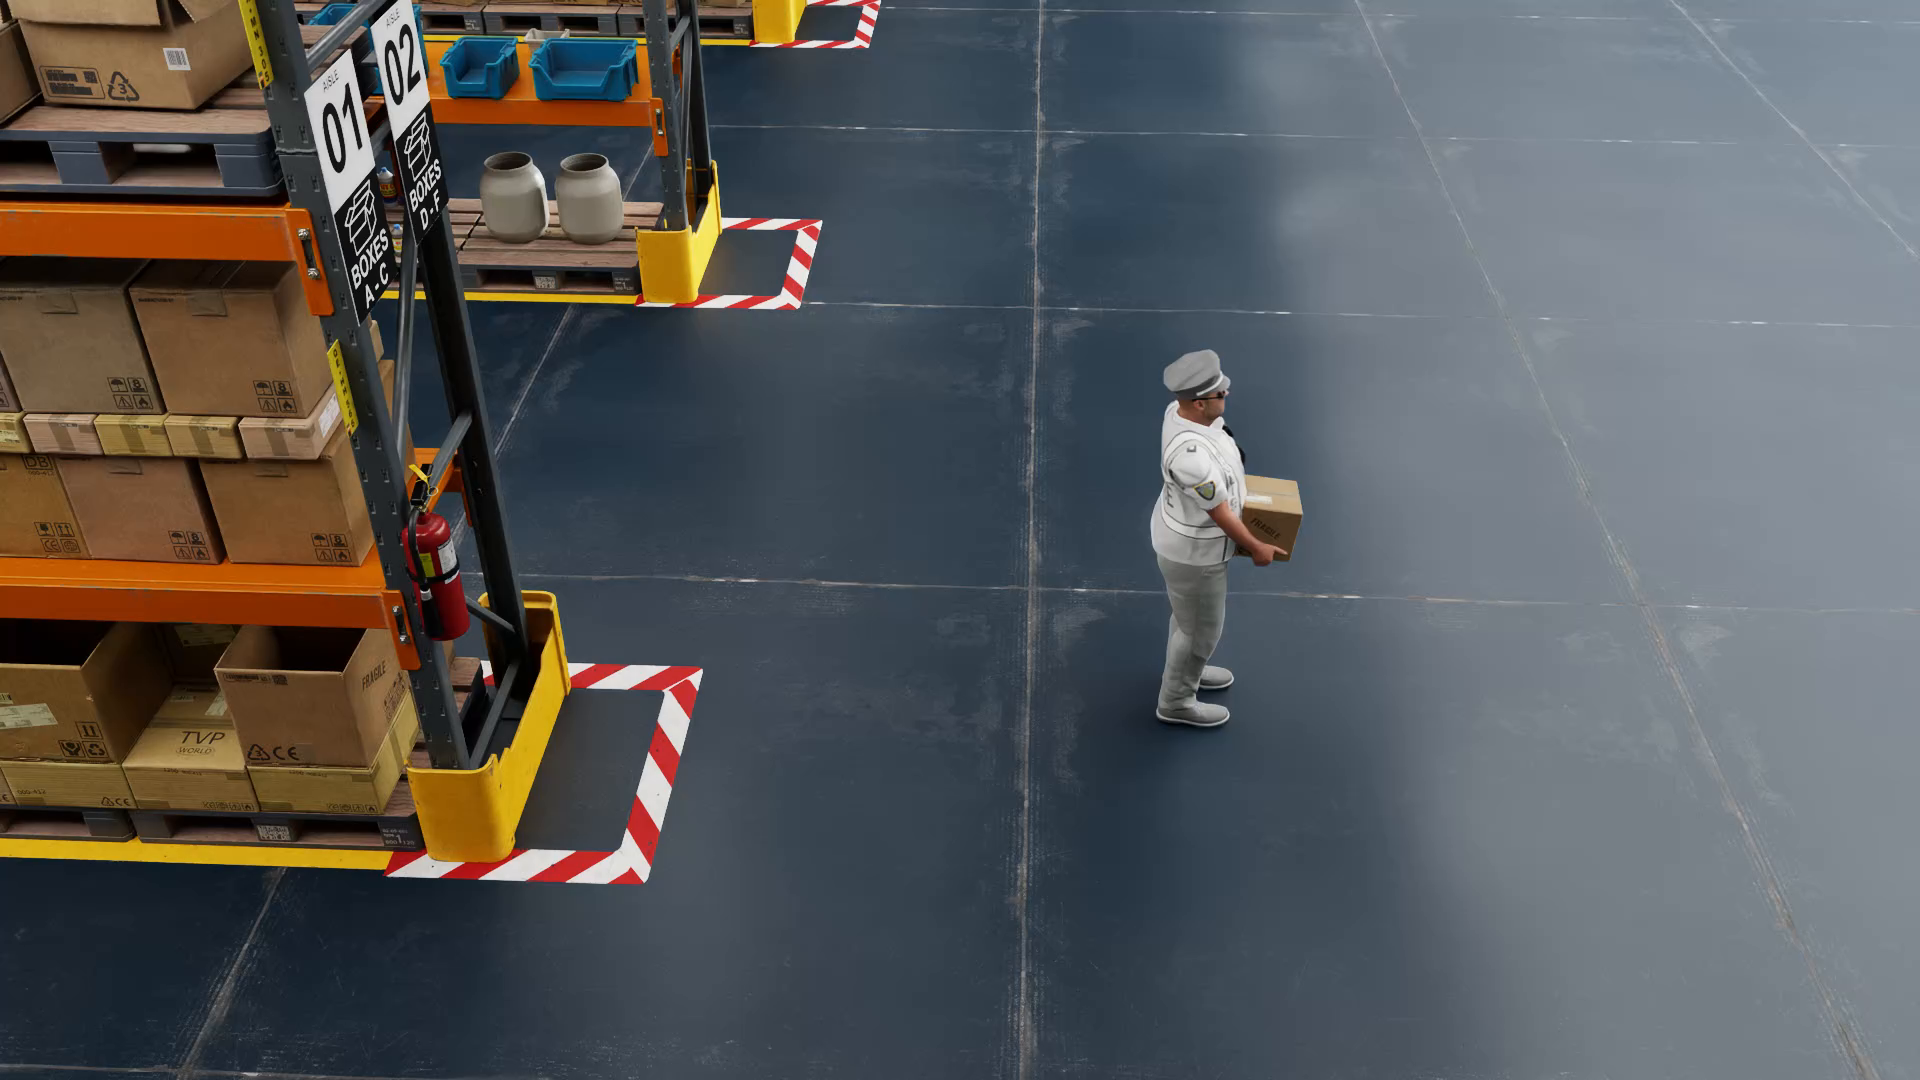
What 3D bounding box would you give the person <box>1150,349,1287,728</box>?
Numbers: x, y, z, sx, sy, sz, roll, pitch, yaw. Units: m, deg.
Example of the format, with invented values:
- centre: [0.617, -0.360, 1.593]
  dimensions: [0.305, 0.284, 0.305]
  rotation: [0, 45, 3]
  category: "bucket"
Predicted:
- centre: [1.096, -0.002, 7.102]
  dimensions: [0.563, 1.767, 0.494]
  rotation: [2, 36, 3]
  category: "person"
